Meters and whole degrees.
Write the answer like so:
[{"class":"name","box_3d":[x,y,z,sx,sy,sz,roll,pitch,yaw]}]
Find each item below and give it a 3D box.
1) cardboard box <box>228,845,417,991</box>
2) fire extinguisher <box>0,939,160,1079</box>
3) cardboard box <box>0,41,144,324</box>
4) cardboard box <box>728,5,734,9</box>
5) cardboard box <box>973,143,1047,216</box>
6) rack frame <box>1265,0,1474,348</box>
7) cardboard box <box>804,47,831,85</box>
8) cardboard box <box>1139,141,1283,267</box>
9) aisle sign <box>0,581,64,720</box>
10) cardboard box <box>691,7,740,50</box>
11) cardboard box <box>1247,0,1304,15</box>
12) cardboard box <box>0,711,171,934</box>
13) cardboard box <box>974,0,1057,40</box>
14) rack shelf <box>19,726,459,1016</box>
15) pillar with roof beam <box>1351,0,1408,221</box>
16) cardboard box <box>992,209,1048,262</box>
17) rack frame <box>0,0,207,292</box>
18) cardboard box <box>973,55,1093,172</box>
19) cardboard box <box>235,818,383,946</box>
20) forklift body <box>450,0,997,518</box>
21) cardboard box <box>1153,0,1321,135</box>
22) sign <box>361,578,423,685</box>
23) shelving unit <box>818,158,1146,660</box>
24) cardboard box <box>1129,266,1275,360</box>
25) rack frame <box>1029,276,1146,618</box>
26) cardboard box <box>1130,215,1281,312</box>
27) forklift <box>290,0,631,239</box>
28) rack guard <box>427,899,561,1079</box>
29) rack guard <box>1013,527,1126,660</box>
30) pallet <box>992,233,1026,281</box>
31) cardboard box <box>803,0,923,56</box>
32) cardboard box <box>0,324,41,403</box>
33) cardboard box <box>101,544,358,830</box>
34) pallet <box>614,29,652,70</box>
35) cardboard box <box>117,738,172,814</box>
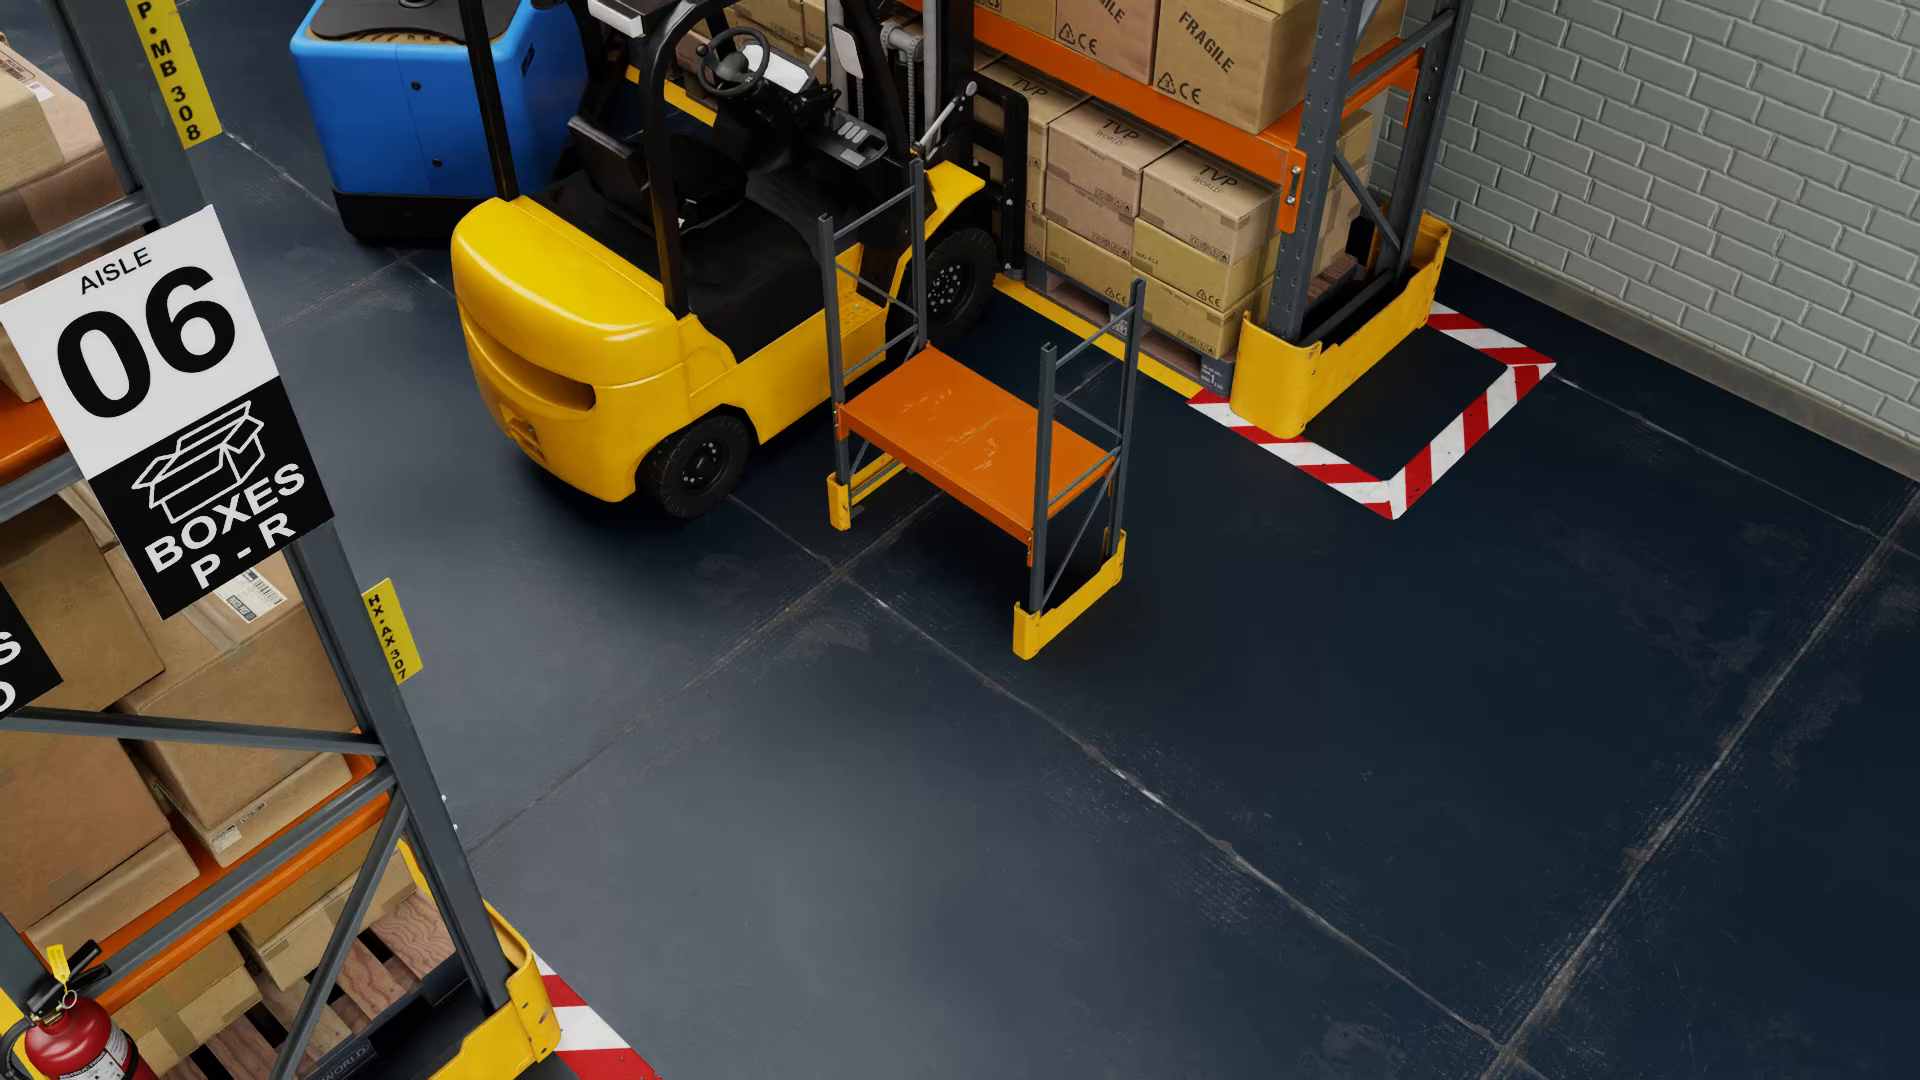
[{"class":"cardboard box","box_3d":[-2.110,1.061,5.294,0.500,0.250,0.500,33,55,27]},{"class":"fire extinguisher","box_3d":[-1.933,1.141,3.674,0.183,0.674,0.296,34,55,28]},{"class":"cardboard box","box_3d":[-1.893,-0.658,3.151,0.500,0.250,0.500,33,55,27]},{"class":"cardboard box","box_3d":[-1.137,-2.965,8.389,0.500,0.250,0.500,33,55,27]},{"class":"cardboard box","box_3d":[0.335,-1.795,7.633,0.500,0.250,0.500,33,55,27]},{"class":"rack frame","box_3d":[1.659,-1.850,6.430,0.127,3.000,1.000,34,55,28]},{"class":"cardboard box","box_3d":[-0.401,-2.294,8.102,0.500,0.250,0.500,33,55,27]},{"class":"cardboard box","box_3d":[1.109,-1.455,6.971,0.500,0.250,0.500,36,56,29]},{"class":"aisle sign","box_3d":[-1.856,0.107,2.809,0.004,0.787,0.394,34,55,28]},{"class":"cardboard box","box_3d":[-1.134,-2.797,8.574,0.500,0.250,0.500,34,55,28]},{"class":"cardboard box","box_3d":[1.215,-2.128,6.177,0.250,0.149,0.380,35,56,28]},{"class":"cardboard box","box_3d":[-2.290,0.554,3.900,0.500,0.500,0.500,33,55,27]},{"class":"cardboard box","box_3d":[0.368,-2.502,6.973,0.500,0.500,0.500,33,55,27]},{"class":"rack shelf","box_3d":[-3.174,0.068,5.122,4.000,0.370,1.077,34,55,28]},{"class":"pillar with roof beam","box_3d":[-1.161,-2.424,2.854,0.400,9.000,9.100,34,55,28]},{"class":"cardboard box","box_3d":[0.379,-1.619,7.810,0.500,0.250,0.500,35,56,28]},{"class":"rack frame","box_3d":[-1.704,-1.243,1.744,0.127,3.000,1.000,34,55,28]},{"class":"cardboard box","box_3d":[0.353,-1.949,7.435,0.500,0.250,0.500,35,56,28]},{"class":"cardboard box","box_3d":[-2.127,0.793,5.031,0.500,0.500,0.500,32,55,27]},{"class":"forklift body","box_3d":[-0.971,-1.520,6.702,1.214,2.155,2.313,34,55,28]},{"class":"cardboard box","box_3d":[1.120,-1.987,6.489,0.500,0.500,0.500,33,55,27]},{"class":"sign","box_3d":[-1.337,0.224,3.888,0.005,0.325,0.100,34,55,28]},{"class":"shelving unit","box_3d":[0.056,-0.476,6.168,1.083,1.500,0.587,34,55,28]},{"class":"cardboard box","box_3d":[1.100,-1.116,7.338,0.500,0.250,0.500,34,56,28]},{"class":"rack frame","box_3d":[0.436,-0.220,5.928,0.032,1.500,0.500,34,55,28]},{"class":"cardboard box","box_3d":[1.090,-1.297,7.165,0.500,0.250,0.500,33,55,27]},{"class":"forklift","box_3d":[-2.385,-3.508,8.033,1.130,2.935,3.031,3,47,3]},{"class":"rack guard","box_3d":[-1.760,1.629,4.878,0.348,0.500,1.175,34,55,28]},{"class":"rack guard","box_3d":[0.422,0.198,6.392,0.087,0.250,0.587,34,55,28]},{"class":"pallet","box_3d":[0.177,-1.855,8.346,1.213,0.211,1.003,34,55,28]},{"class":"cardboard box","box_3d":[-0.395,-2.467,7.921,0.500,0.250,0.500,36,56,29]},{"class":"cardboard box","box_3d":[-1.728,-0.468,3.246,0.250,0.149,0.380,34,55,28]},{"class":"cardboard box","box_3d":[-1.864,0.292,4.146,0.500,0.500,0.500,33,55,27]},{"class":"pallet","box_3d":[-1.848,-3.217,9.625,1.213,0.211,1.003,34,55,28]},{"class":"cardboard box","box_3d":[-2.009,0.501,4.394,0.250,0.149,0.380,35,56,28]}]
